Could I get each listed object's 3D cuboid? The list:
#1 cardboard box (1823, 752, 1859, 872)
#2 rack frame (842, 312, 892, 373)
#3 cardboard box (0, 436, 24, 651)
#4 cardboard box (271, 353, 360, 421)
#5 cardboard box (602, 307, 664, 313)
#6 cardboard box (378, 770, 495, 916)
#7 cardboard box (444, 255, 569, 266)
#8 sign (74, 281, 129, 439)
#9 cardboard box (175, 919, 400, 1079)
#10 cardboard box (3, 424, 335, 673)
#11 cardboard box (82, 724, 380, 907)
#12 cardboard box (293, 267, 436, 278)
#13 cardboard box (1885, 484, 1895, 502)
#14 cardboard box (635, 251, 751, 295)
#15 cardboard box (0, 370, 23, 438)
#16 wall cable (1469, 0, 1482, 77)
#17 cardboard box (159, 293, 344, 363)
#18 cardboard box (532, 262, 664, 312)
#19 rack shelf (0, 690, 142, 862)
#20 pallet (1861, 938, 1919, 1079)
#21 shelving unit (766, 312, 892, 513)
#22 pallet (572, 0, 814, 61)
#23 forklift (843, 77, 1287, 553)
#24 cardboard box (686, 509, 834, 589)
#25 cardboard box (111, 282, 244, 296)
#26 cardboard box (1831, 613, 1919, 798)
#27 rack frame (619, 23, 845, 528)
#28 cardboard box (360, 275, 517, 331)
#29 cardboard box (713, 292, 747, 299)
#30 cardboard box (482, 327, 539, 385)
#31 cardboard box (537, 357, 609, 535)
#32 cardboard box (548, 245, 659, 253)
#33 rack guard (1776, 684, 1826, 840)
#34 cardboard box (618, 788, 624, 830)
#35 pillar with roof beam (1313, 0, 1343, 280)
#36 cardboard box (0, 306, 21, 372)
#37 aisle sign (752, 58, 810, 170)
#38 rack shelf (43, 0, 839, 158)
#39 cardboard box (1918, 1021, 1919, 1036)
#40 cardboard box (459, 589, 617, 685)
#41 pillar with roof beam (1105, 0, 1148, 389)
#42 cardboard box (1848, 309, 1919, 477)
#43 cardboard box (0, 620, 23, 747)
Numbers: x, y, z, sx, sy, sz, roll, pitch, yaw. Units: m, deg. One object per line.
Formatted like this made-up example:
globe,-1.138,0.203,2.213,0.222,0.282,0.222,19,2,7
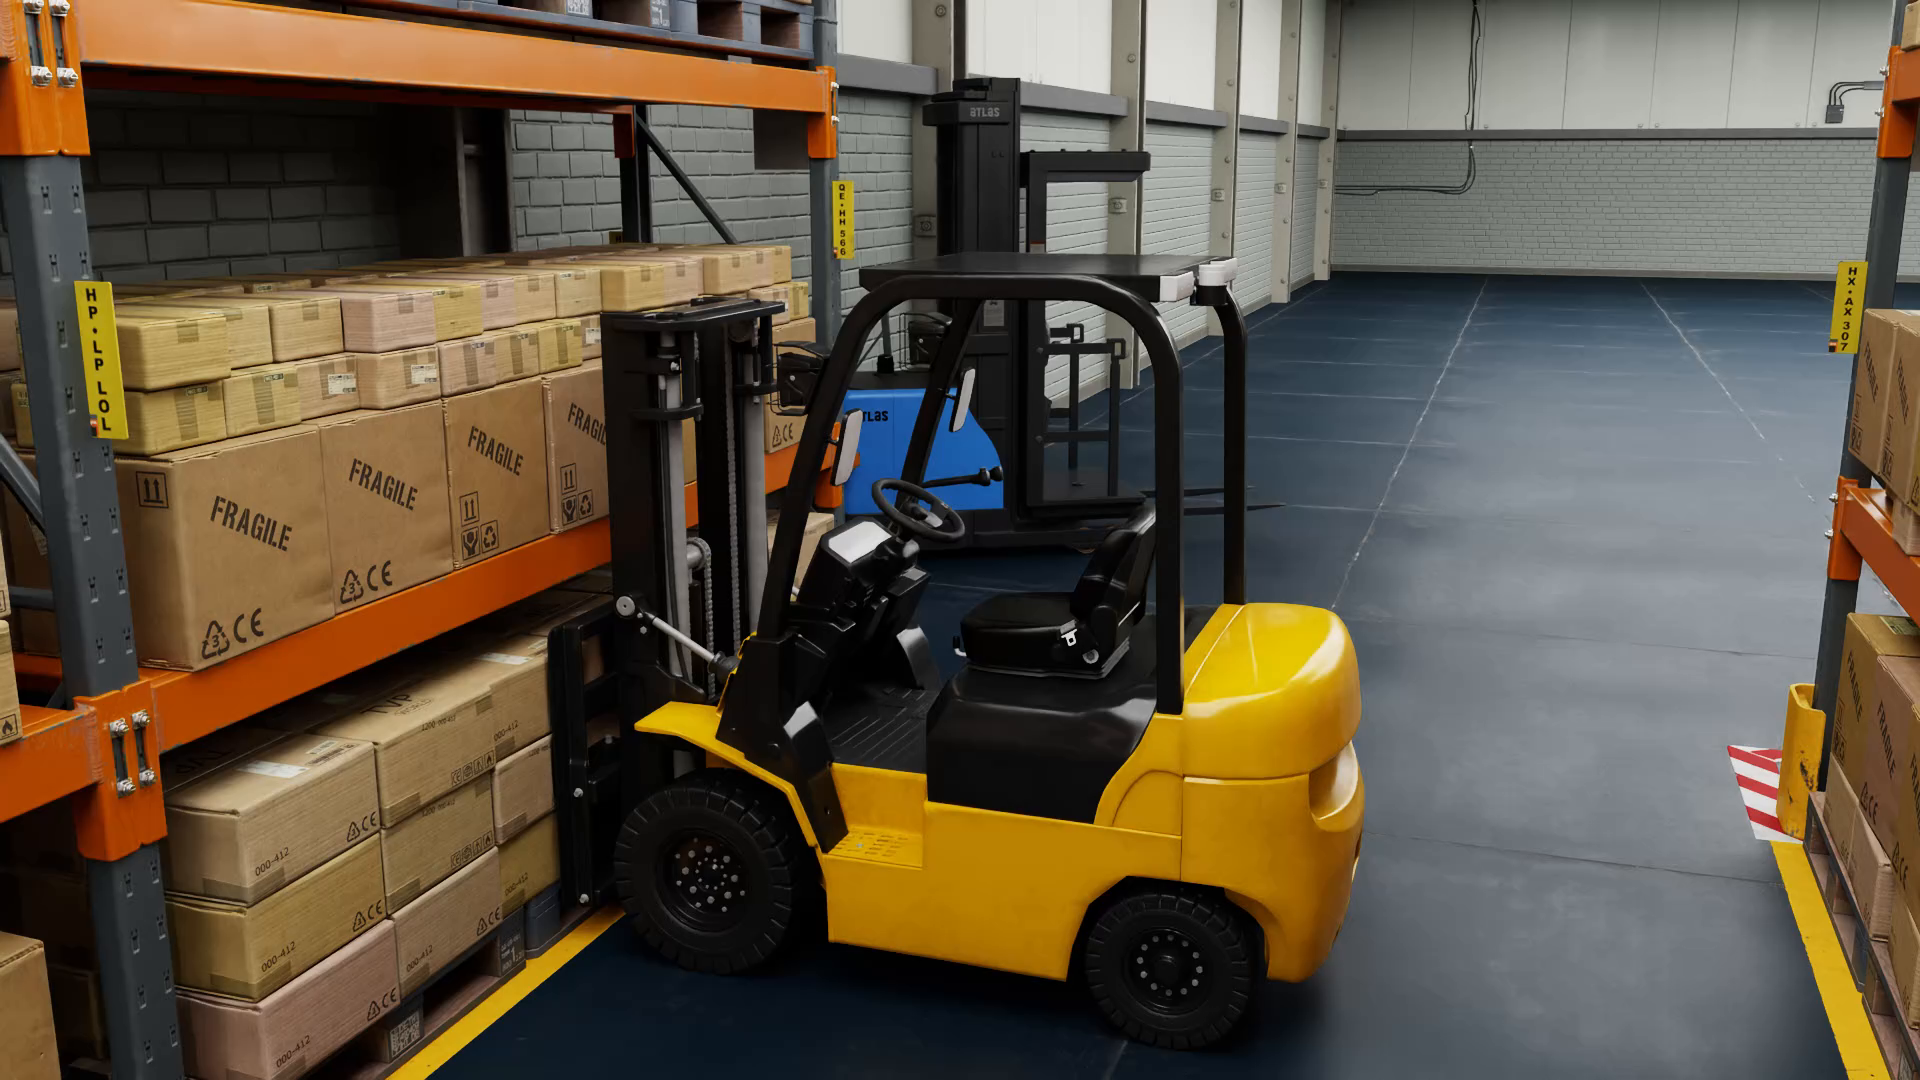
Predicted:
cardboard box,3.167,0.916,5.467,0.500,0.250,0.500,4,14,18
rack frame,-0.655,-0.818,10.861,0.500,1.500,0.032,1,16,18
cardboard box,-2.413,-0.046,4.226,0.500,0.500,0.500,4,14,18
cardboard box,-1.811,-0.408,4.353,0.380,0.149,0.250,4,14,18
cardboard box,-1.248,-0.726,5.744,0.380,0.149,0.250,4,14,19
cardboard box,-1.693,0.823,4.755,0.500,0.250,0.500,4,14,18
cardboard box,-1.664,-0.963,6.115,0.380,0.149,0.250,5,14,20
sign,-1.786,-0.372,3.455,0.100,0.325,0.005,4,14,18
cardboard box,-1.833,1.174,4.338,0.500,0.250,0.500,5,14,19
cardboard box,-1.912,-0.007,4.053,0.500,0.500,0.500,4,13,17
cardboard box,-1.849,0.685,4.232,0.500,0.250,0.500,4,13,18
cardboard box,-1.929,-0.801,5.405,0.380,0.149,0.250,5,14,20
cardboard box,3.383,-0.190,5.645,0.380,0.149,0.250,4,14,19
cardboard box,-1.035,-1.034,6.427,0.380,0.149,0.250,5,14,20
cardboard box,-2.442,-0.335,4.032,0.380,0.149,0.250,4,14,18
wall cable,12.384,-11.164,35.307,3.097,2.526,0.112,4,14,18
cardboard box,-1.846,-0.555,4.329,0.380,0.149,0.250,4,13,17
cardboard box,-1.243,-0.869,5.705,0.380,0.149,0.250,5,14,20
rack shelf,-2.950,0.888,1.972,1.077,0.370,4.000,4,14,18
pallet,2.972,1.431,4.245,1.003,0.211,1.213,4,14,18
shelving unit,-0.816,-0.679,10.389,0.587,1.500,1.083,1,16,18
pallet,-1.262,-1.998,6.459,1.003,0.211,1.213,4,14,18
forklift,0.619,-1.456,10.779,3.031,2.935,1.130,-2,13,-11
cardboard box,-0.863,0.042,7.052,0.500,0.250,0.500,5,14,20
cardboard box,-2.270,-0.646,4.728,0.380,0.149,0.250,4,13,17
cardboard box,3.159,0.556,5.362,0.500,0.500,0.500,4,13,17
rack frame,-1.009,-0.726,7.427,1.000,3.000,0.127,4,14,18
cardboard box,-1.577,-0.716,5.035,0.380,0.149,0.250,4,14,18
cardboard box,-1.052,-0.891,6.470,0.380,0.149,0.250,5,14,19
cardboard box,-1.509,-0.564,5.037,0.380,0.149,0.250,4,13,17
cardboard box,-1.414,-0.329,5.463,0.500,0.500,0.500,4,14,19
cardboard box,-1.465,-1.129,6.843,0.380,0.149,0.250,5,14,20
rack guard,3.665,0.865,6.073,1.175,0.500,0.348,4,14,18
cardboard box,-1.349,0.851,5.753,0.500,0.250,0.500,5,14,20
pillar with roof beam,11.693,-9.575,32.718,9.100,9.000,0.400,4,14,18
cardboard box,-2.485,-0.483,4.011,0.380,0.149,0.250,4,14,19
aisle sign,-0.710,-1.986,7.106,0.394,0.787,0.004,4,14,18
rack shelf,-1.656,-1.416,5.328,1.077,0.370,4.000,4,14,18
cardboard box,2.664,1.245,4.026,0.500,0.250,0.500,5,14,19
cardboard box,-1.347,0.363,5.645,0.500,0.250,0.500,4,13,17
pillar with roof beam,5.869,-5.786,16.113,9.100,9.000,0.400,4,14,18
cardboard box,3.274,-0.483,5.471,0.500,0.500,0.500,4,13,18
cardboard box,-2.218,0.314,3.206,0.500,0.250,0.500,5,14,20
